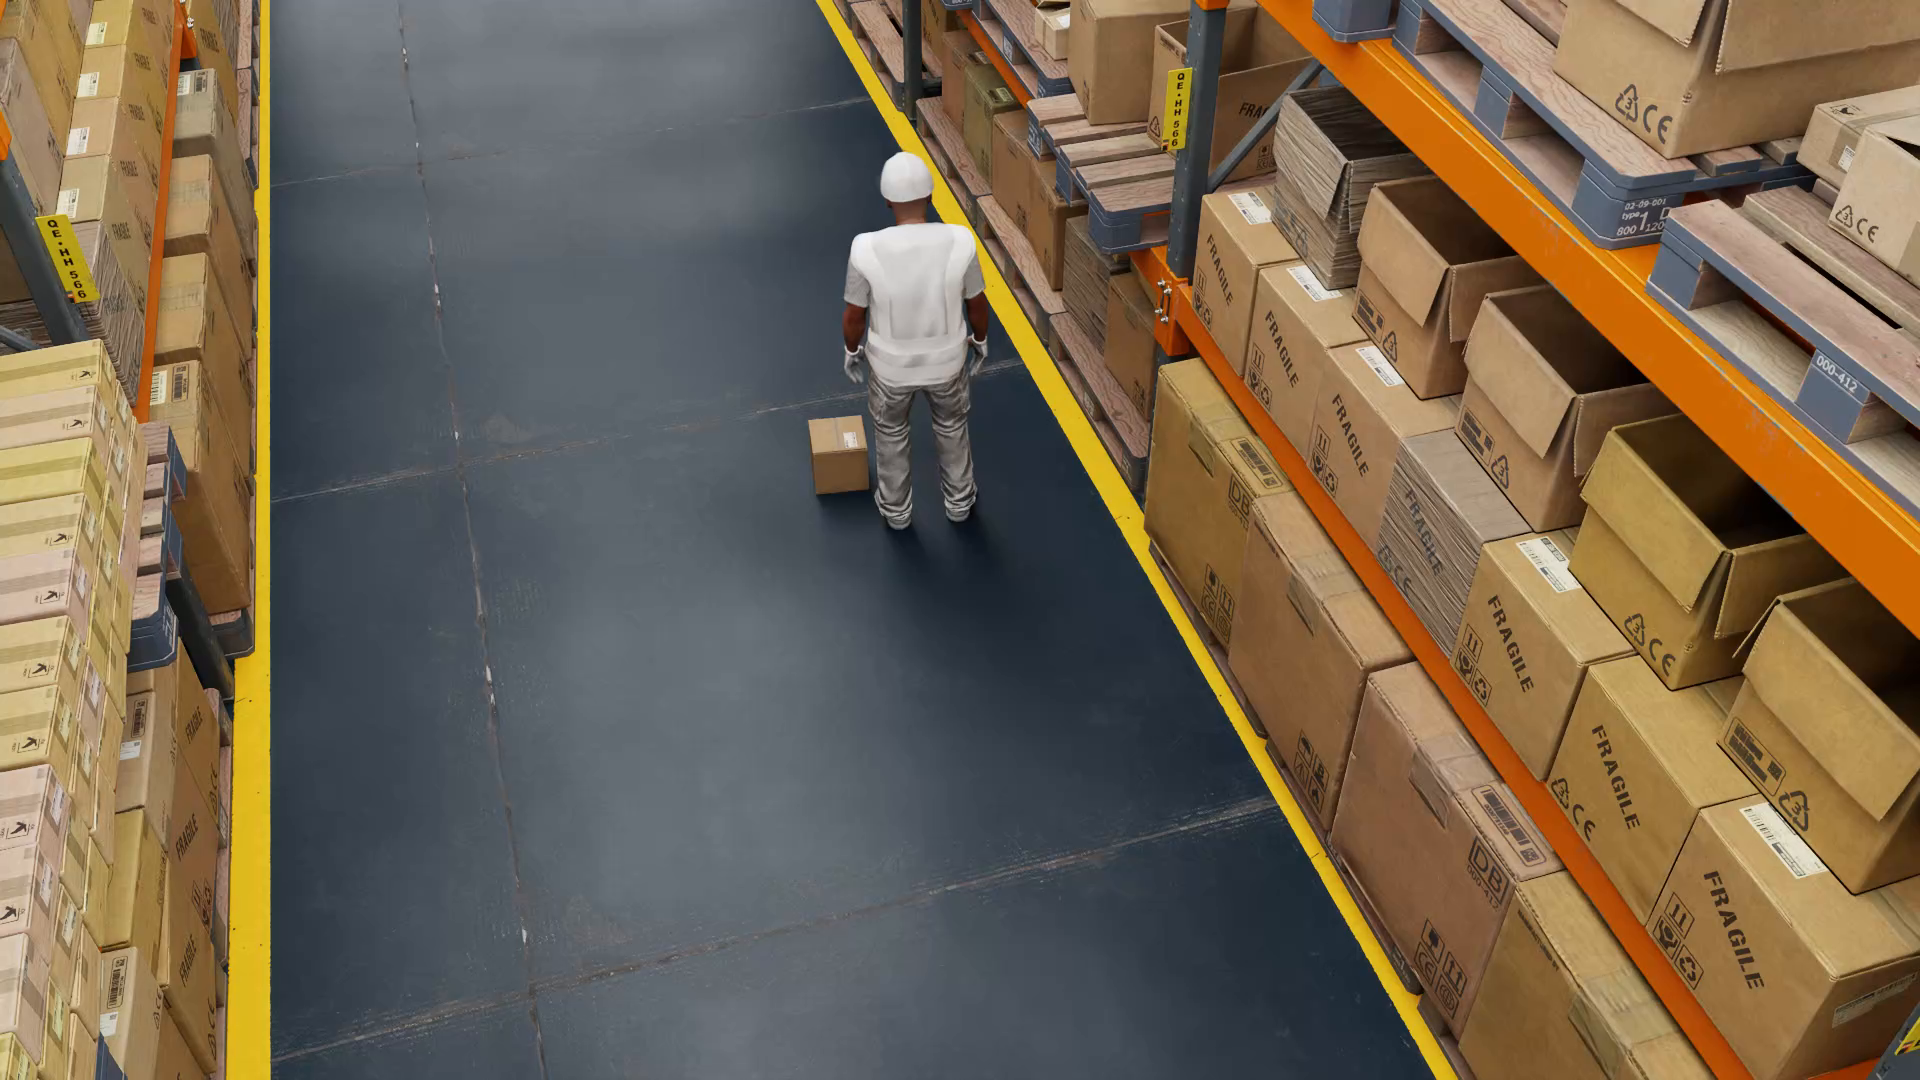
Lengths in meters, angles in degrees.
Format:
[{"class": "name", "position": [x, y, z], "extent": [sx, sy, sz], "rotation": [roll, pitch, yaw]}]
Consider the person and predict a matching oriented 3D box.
[{"class": "person", "position": [-0.181, -0.798, 7.042], "extent": [0.619, 1.775, 0.446], "rotation": [-5, 42, -5]}]
